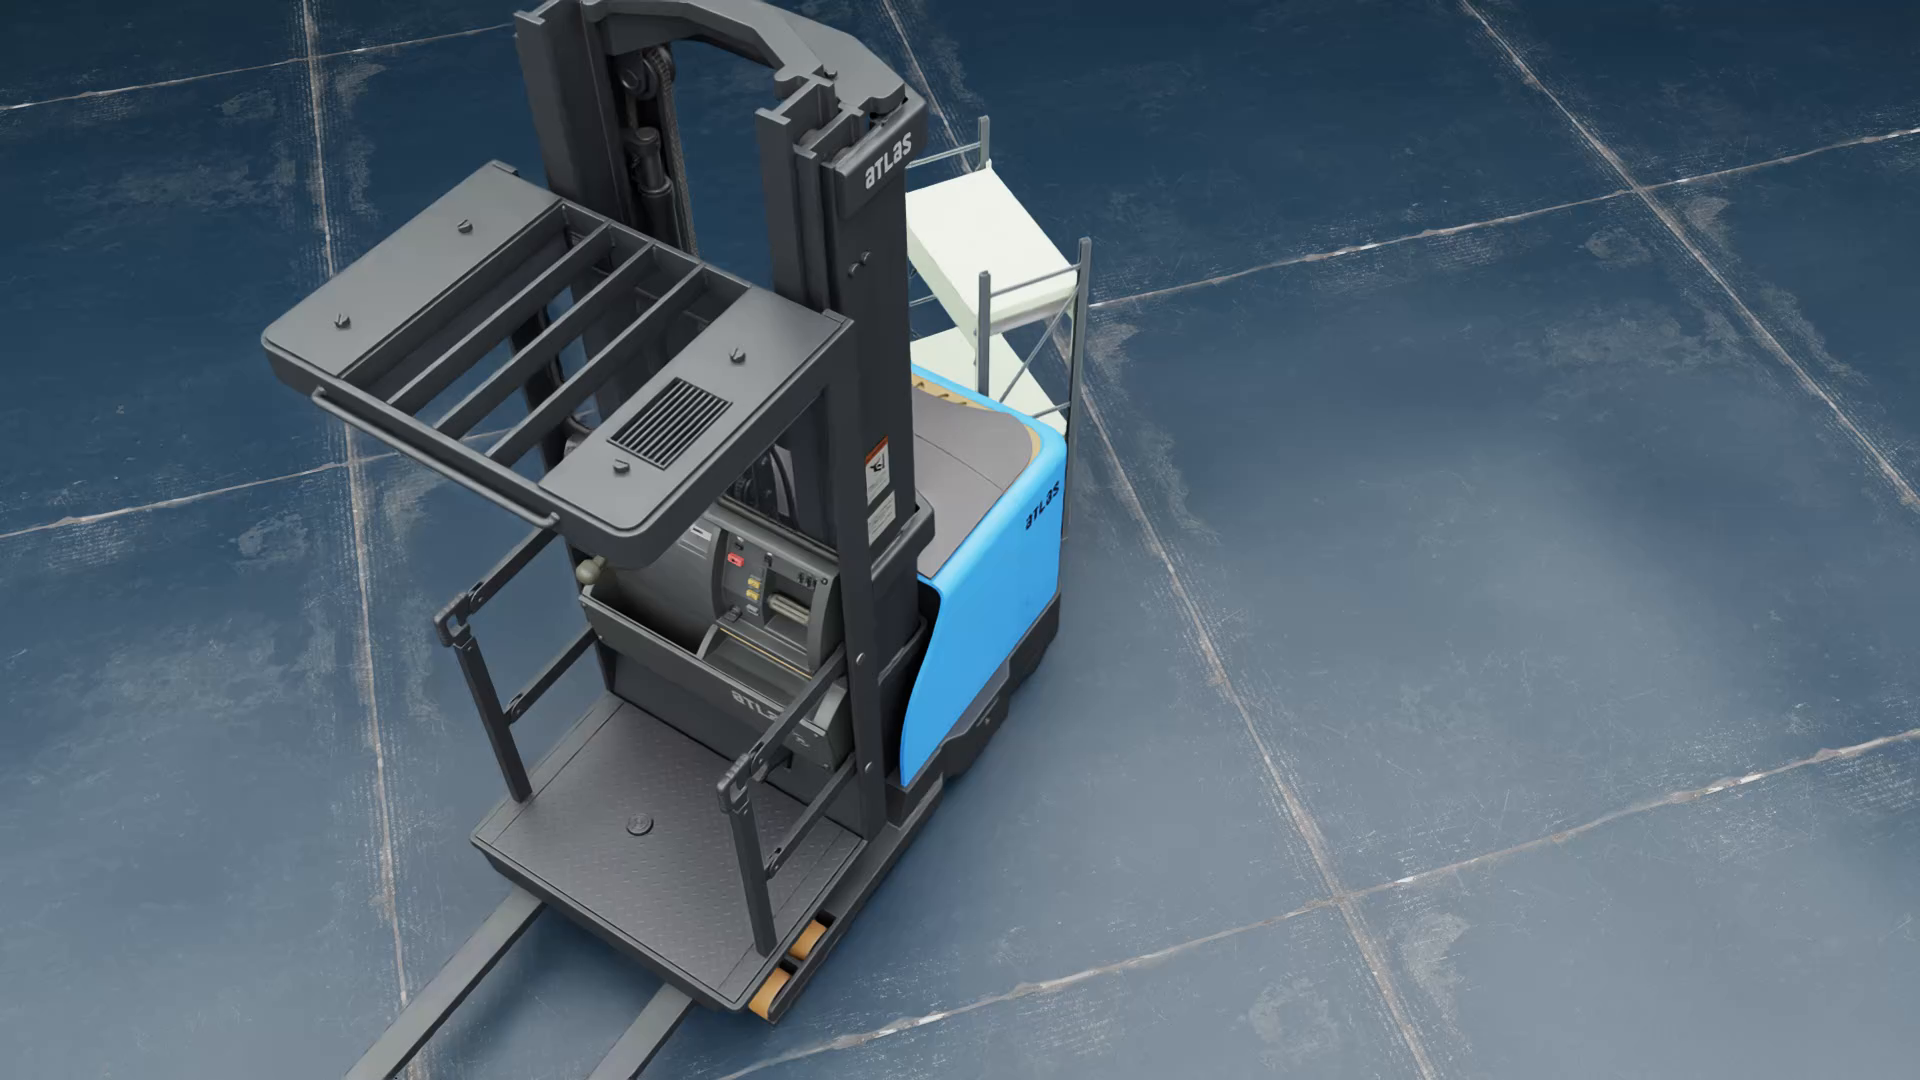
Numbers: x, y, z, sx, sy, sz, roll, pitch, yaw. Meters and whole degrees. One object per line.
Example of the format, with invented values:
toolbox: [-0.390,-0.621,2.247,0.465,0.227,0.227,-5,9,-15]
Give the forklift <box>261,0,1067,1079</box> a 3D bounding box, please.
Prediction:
forklift: [-0.855,0.147,4.499,1.130,2.935,3.031,26,55,20]

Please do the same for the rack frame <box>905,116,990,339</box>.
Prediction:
rack frame: [-0.080,-0.931,6.344,0.400,1.500,0.023,-21,53,-17]

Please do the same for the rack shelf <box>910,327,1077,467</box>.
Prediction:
rack shelf: [0.082,-0.470,6.381,0.431,0.370,0.720,-21,53,-17]

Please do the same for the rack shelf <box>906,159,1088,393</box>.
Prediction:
rack shelf: [0.082,-0.932,5.834,0.431,0.370,0.720,-21,53,-17]

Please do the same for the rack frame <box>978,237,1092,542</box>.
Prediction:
rack frame: [0.243,-0.429,5.921,0.400,1.500,0.023,-21,53,-17]

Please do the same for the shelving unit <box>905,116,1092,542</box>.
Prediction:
shelving unit: [0.082,-0.680,6.132,0.431,1.500,0.755,-21,53,-17]
